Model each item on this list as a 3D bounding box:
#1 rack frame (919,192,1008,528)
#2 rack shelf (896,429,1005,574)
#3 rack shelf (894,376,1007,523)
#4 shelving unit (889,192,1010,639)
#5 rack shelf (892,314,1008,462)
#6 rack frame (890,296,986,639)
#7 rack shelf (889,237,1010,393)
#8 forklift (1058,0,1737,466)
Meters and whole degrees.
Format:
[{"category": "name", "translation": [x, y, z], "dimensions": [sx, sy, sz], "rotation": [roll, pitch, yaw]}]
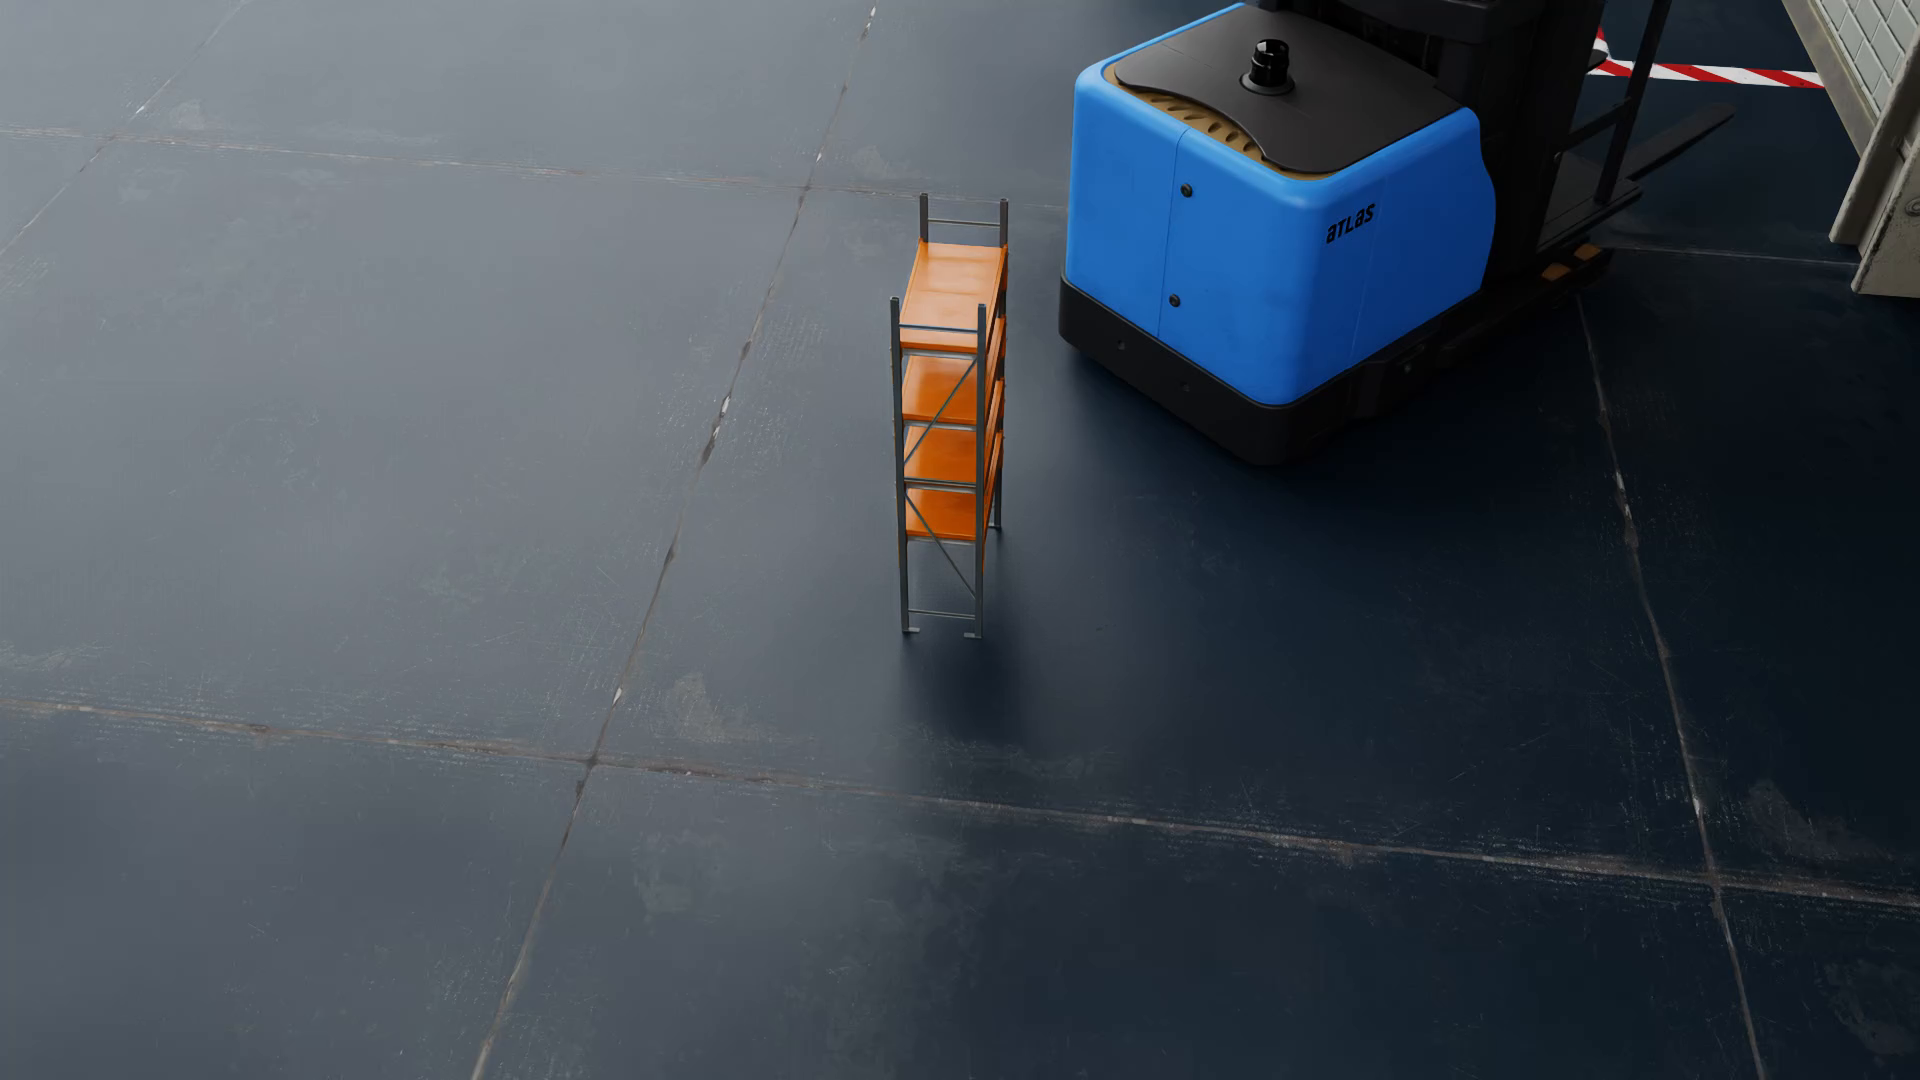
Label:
[{"category": "rack frame", "translation": [0.010, -0.489, 4.894], "dimensions": [0.240, 1.200, 0.015], "rotation": [5, 44, 6]}, {"category": "rack shelf", "translation": [-0.022, -0.130, 4.901], "dimensions": [0.258, 0.148, 0.480], "rotation": [5, 44, 6]}, {"category": "rack shelf", "translation": [-0.022, -0.274, 4.765], "dimensions": [0.258, 0.148, 0.480], "rotation": [5, 44, 6]}, {"category": "shelving unit", "translation": [-0.022, -0.323, 4.718], "dimensions": [0.258, 1.200, 0.503], "rotation": [5, 44, 6]}, {"category": "rack shelf", "translation": [-0.022, -0.436, 4.611], "dimensions": [0.258, 0.148, 0.480], "rotation": [5, 44, 6]}, {"category": "rack frame", "translation": [-0.054, -0.157, 4.543], "dimensions": [0.240, 1.200, 0.015], "rotation": [5, 44, 6]}, {"category": "rack shelf", "translation": [-0.022, -0.608, 4.448], "dimensions": [0.258, 0.148, 0.480], "rotation": [5, 44, 6]}, {"category": "forklift", "translation": [1.802, -2.169, 5.409], "dimensions": [3.031, 2.935, 1.130], "rotation": [-30, 51, -28]}]
